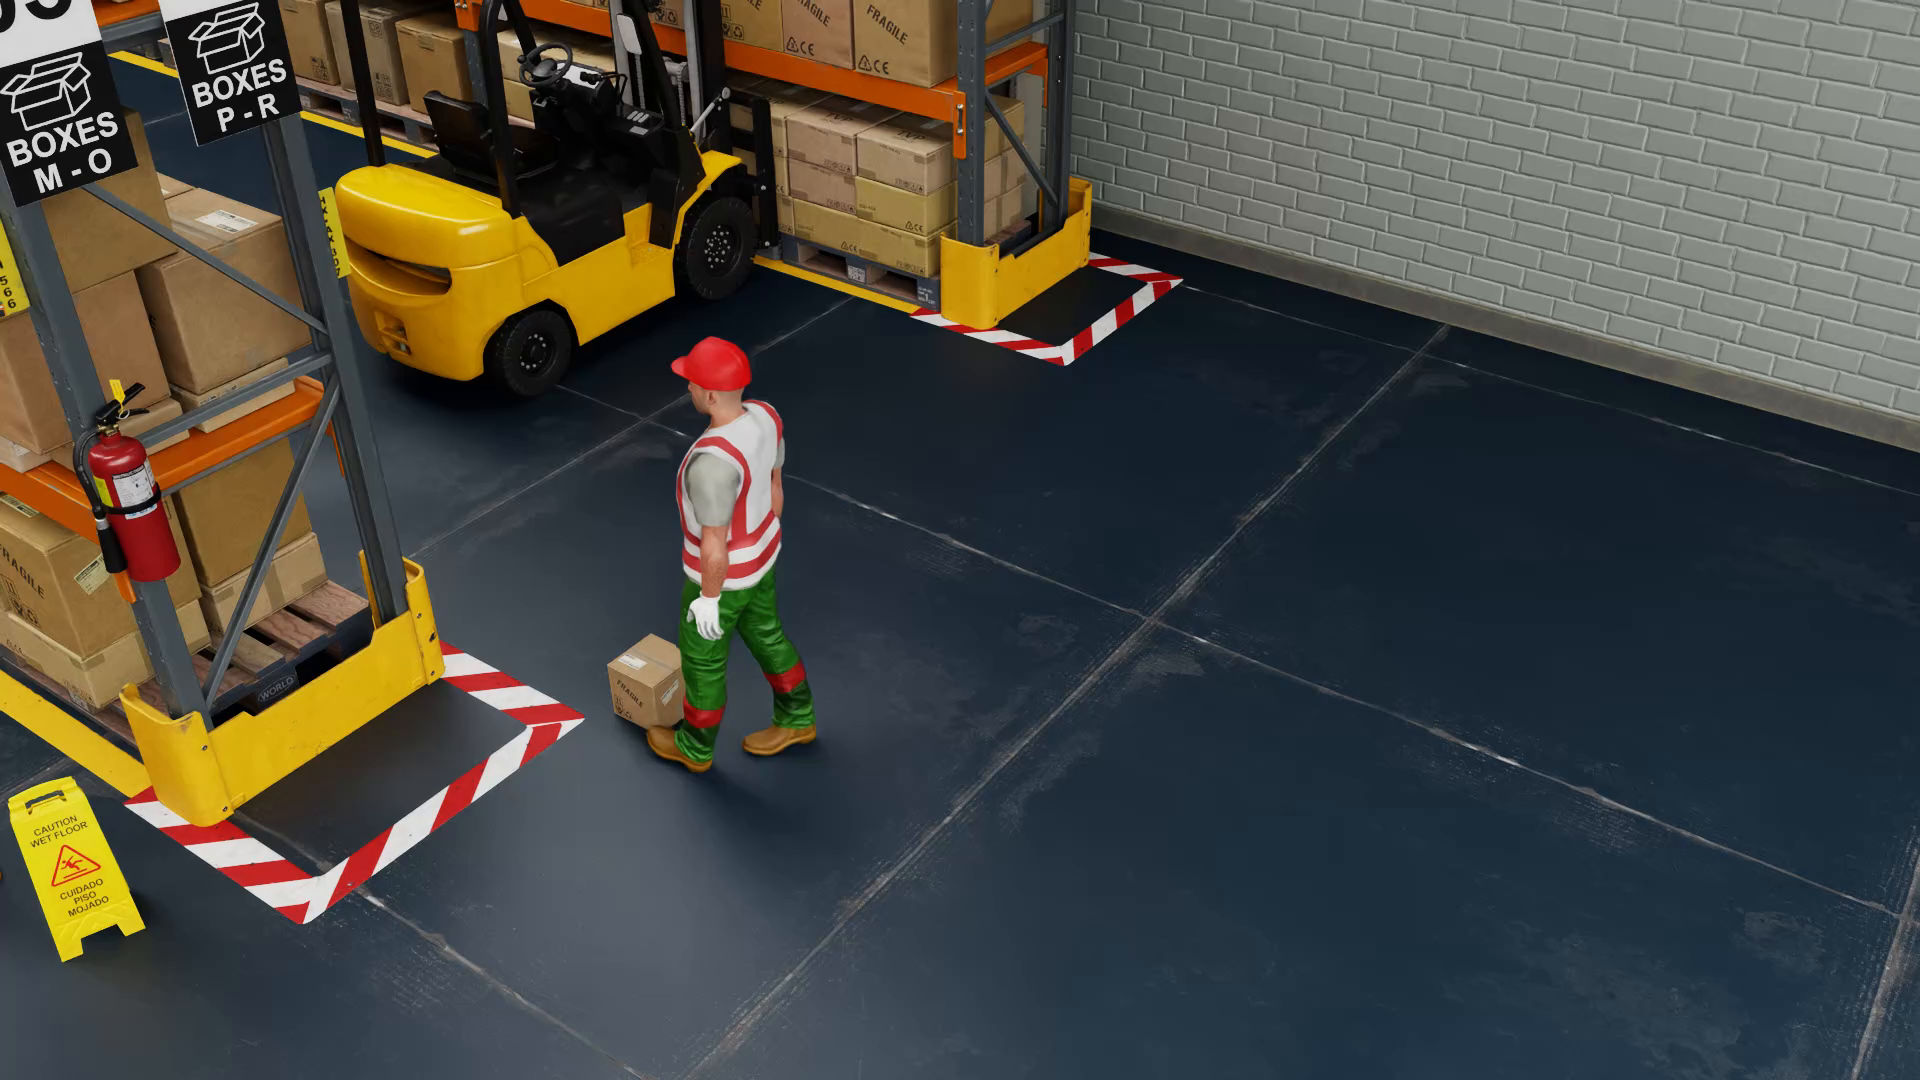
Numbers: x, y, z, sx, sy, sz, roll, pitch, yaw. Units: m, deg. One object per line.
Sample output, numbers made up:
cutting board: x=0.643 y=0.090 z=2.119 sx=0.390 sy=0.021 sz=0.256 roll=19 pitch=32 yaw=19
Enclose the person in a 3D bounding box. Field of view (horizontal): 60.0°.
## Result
person: x=-0.901 y=0.074 z=6.010 sx=0.618 sy=1.786 sz=0.574 roll=10 pitch=36 yaw=15
